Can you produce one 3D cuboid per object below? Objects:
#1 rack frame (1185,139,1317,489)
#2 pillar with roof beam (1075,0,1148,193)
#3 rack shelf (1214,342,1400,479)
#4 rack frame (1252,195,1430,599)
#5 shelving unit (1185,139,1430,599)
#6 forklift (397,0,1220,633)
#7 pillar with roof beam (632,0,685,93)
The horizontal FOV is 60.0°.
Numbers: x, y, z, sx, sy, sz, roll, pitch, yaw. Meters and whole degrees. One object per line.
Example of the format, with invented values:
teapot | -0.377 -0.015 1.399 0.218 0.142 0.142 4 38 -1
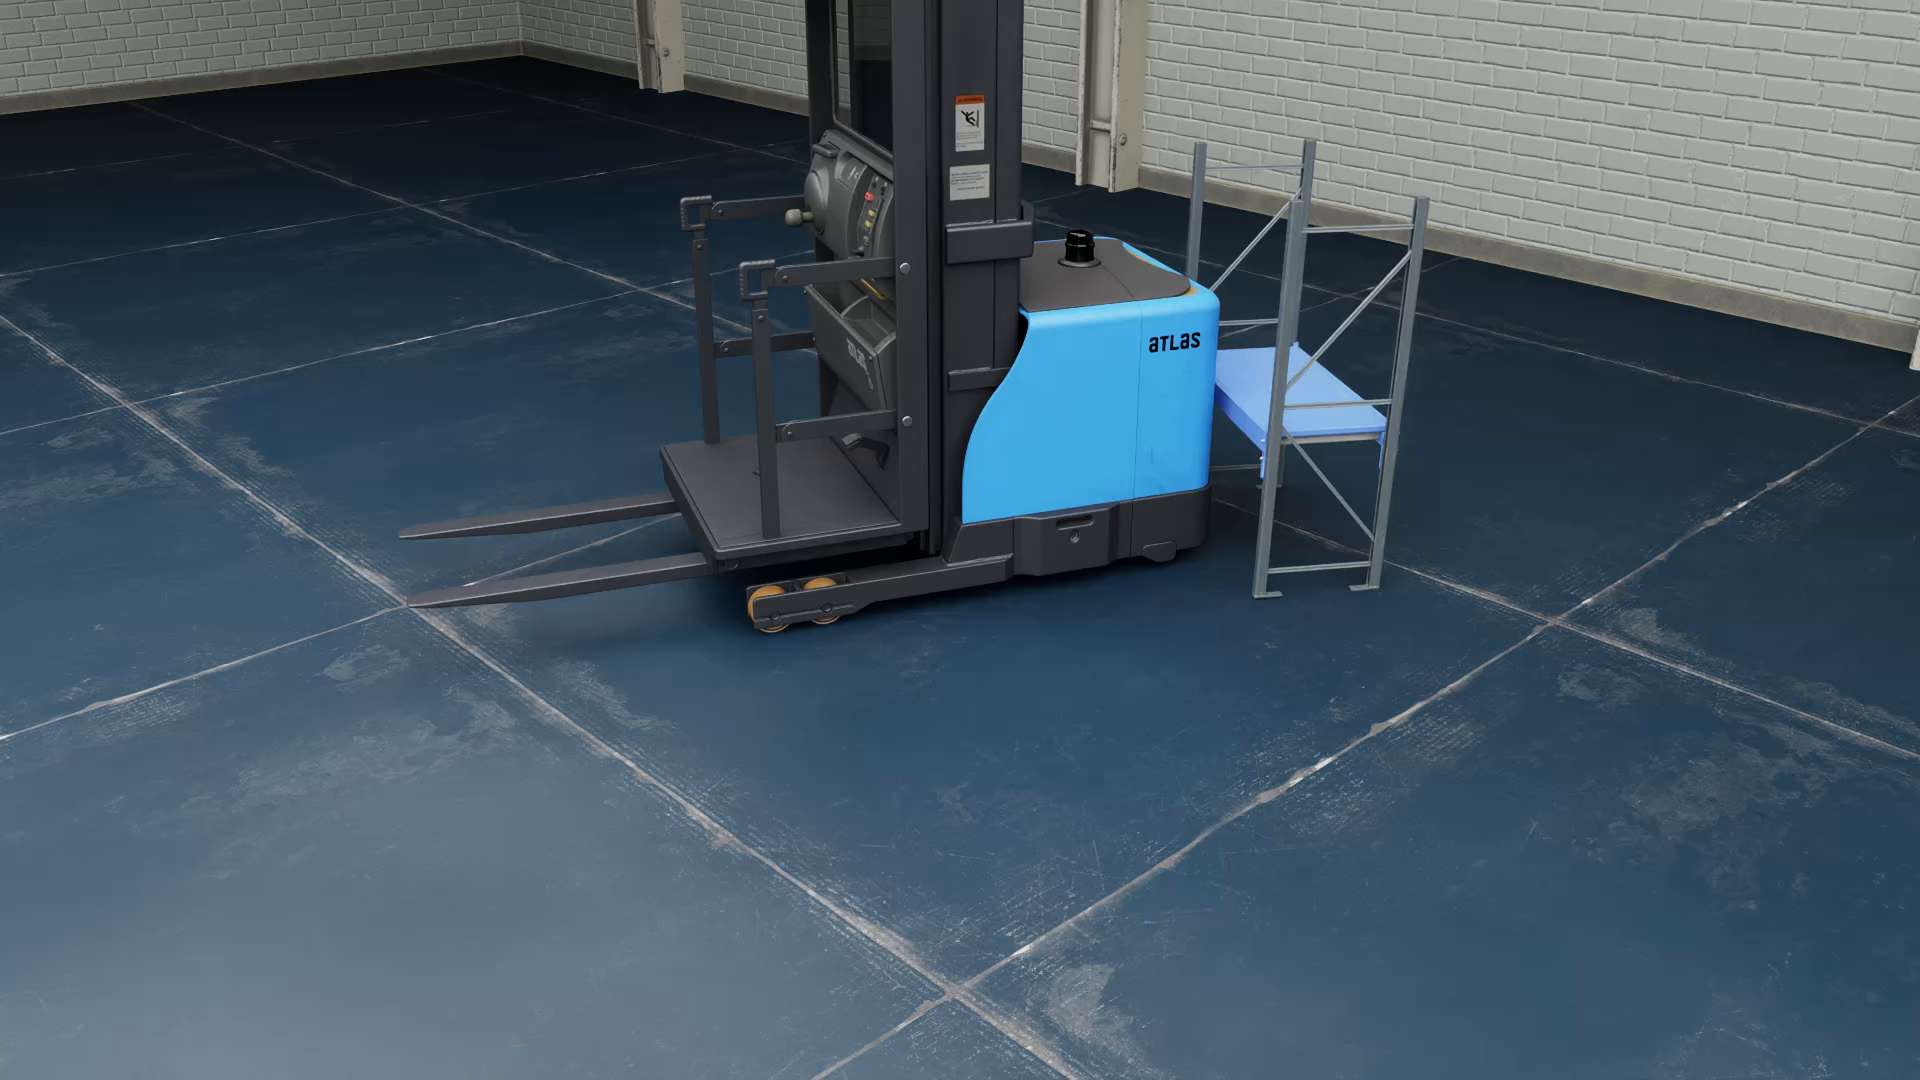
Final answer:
rack frame | 1.164 -0.899 6.907 0.500 1.500 0.032 -4 25 -10
pillar with roof beam | -2.017 -5.577 8.132 9.100 9.000 0.400 -21 32 -38
rack shelf | 1.259 -0.529 6.527 0.538 0.185 1.000 -4 25 -10
rack frame | 1.359 -0.485 5.999 0.500 1.500 0.032 -4 25 -10
shelving unit | 1.262 -0.692 6.453 0.538 1.500 1.048 -4 25 -10
forklift | -0.588 -1.246 5.949 3.031 2.935 1.130 -9 26 -18
pillar with roof beam | -6.118 -7.394 12.117 9.100 9.000 0.400 -21 32 -38
